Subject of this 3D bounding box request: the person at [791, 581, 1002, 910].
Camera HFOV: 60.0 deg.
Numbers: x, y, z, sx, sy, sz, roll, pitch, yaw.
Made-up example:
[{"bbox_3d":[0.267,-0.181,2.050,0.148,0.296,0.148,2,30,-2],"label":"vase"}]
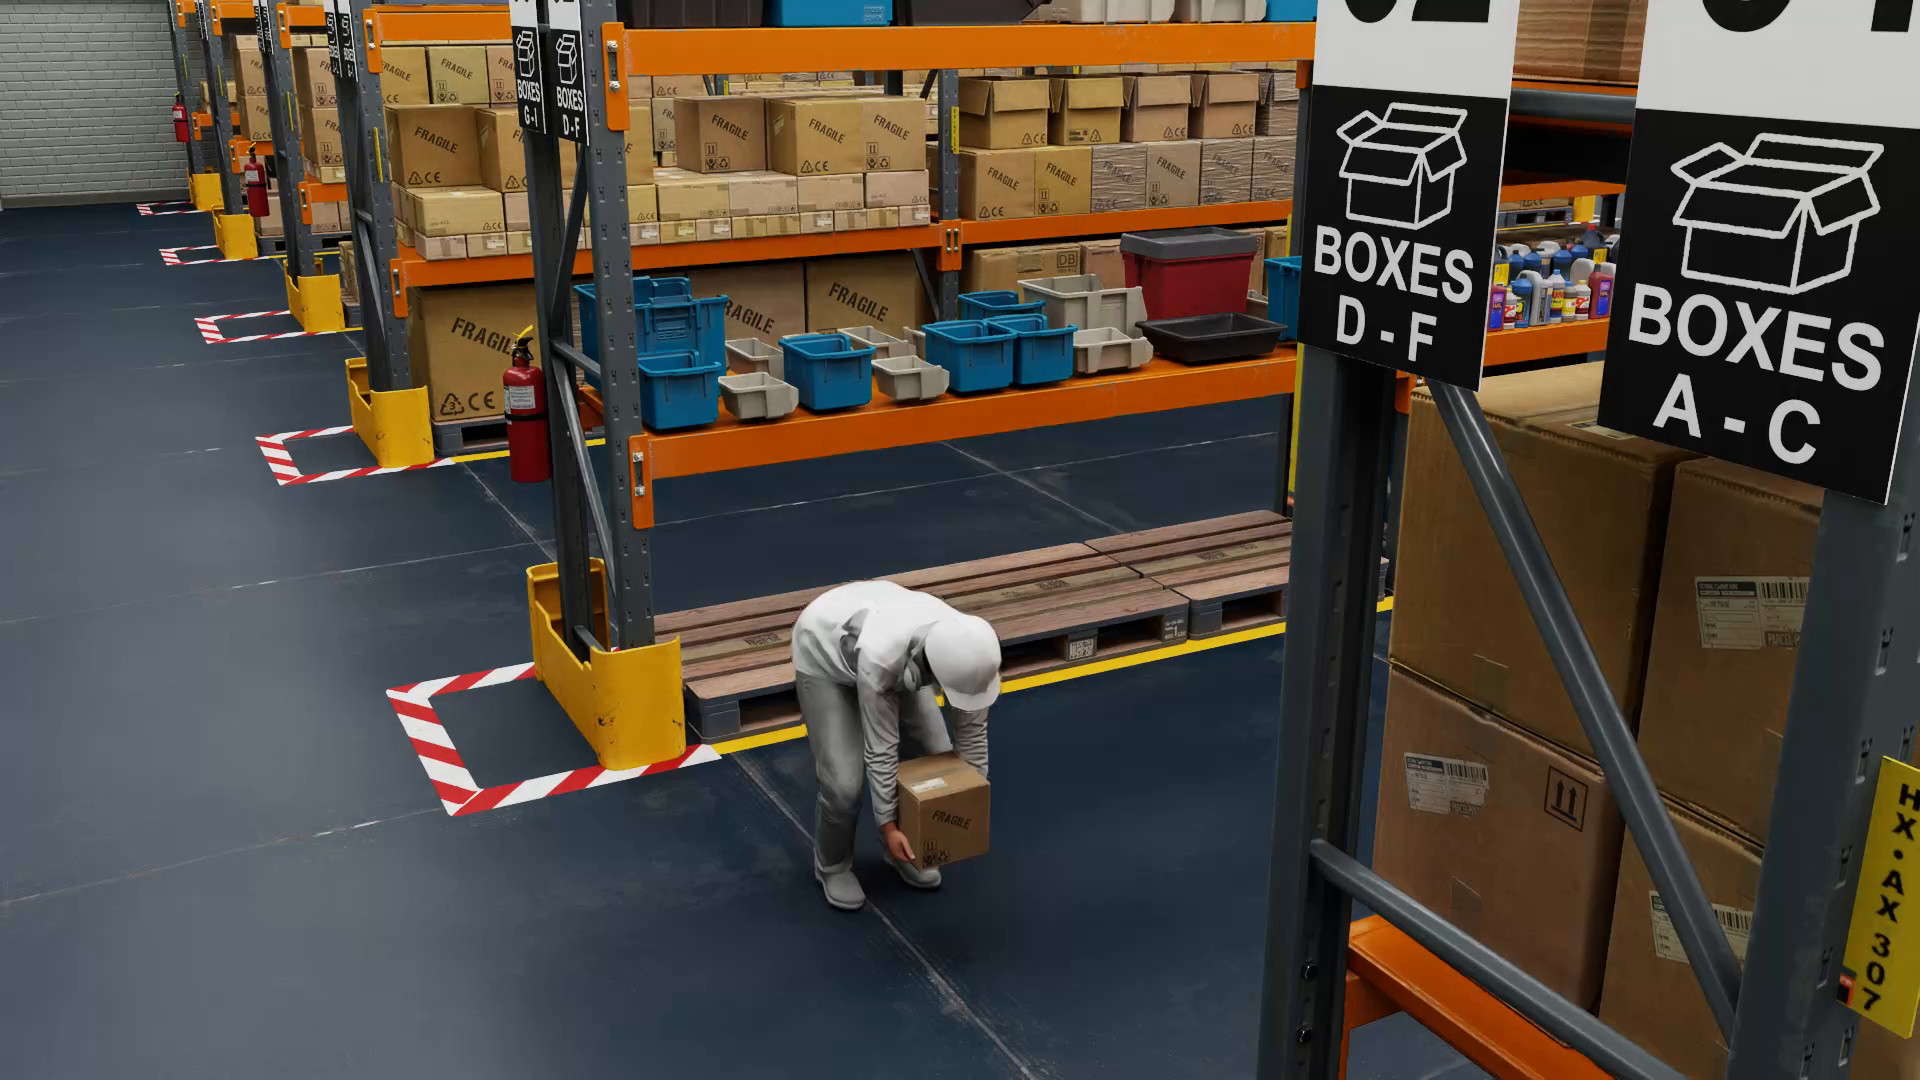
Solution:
[{"bbox_3d":[-0.183,0.685,5.403,0.492,1.178,0.985,-11,21,-29],"label":"person"}]
